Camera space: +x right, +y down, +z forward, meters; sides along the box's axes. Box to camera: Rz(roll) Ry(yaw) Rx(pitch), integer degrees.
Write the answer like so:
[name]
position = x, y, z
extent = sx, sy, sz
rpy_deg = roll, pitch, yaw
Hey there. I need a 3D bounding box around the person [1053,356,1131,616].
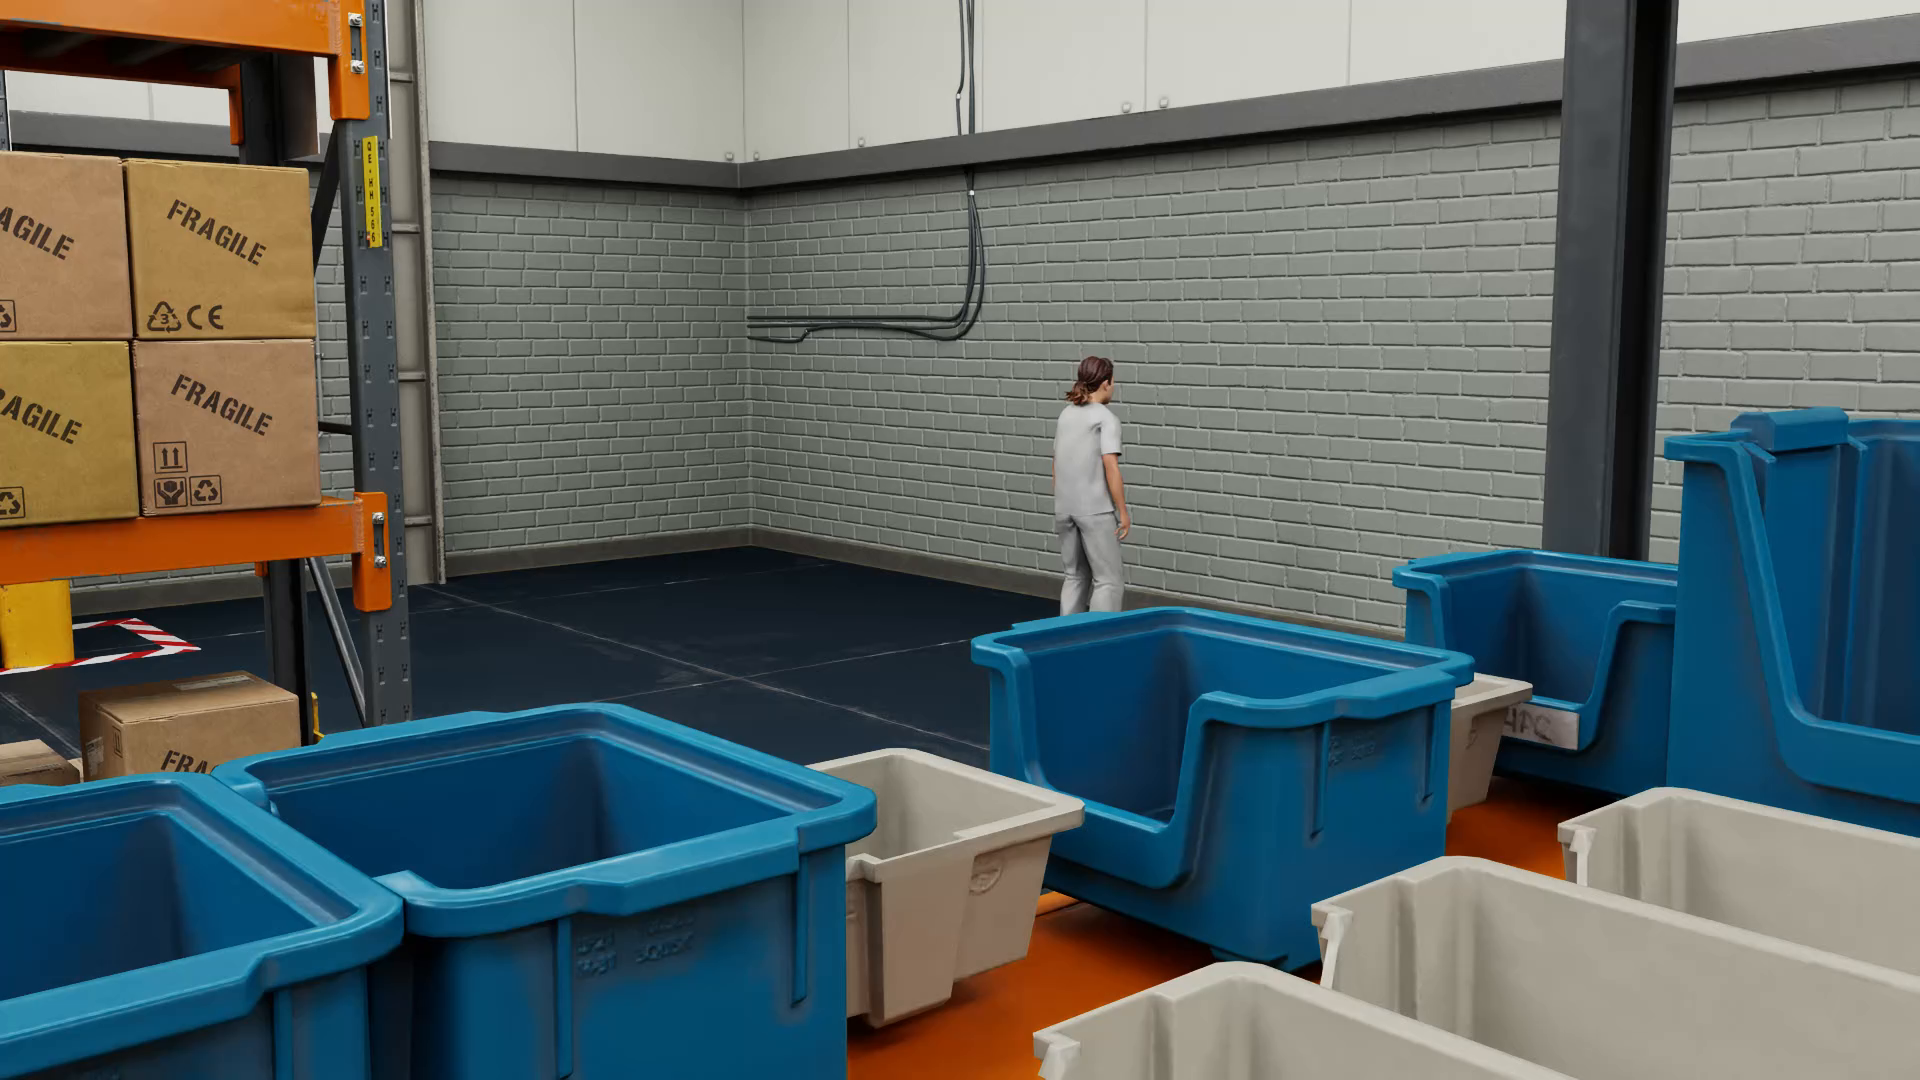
[person]
position = 0.690, -0.131, 8.788
extent = 0.356, 1.673, 0.487
rpy_deg = -6, 10, -41
